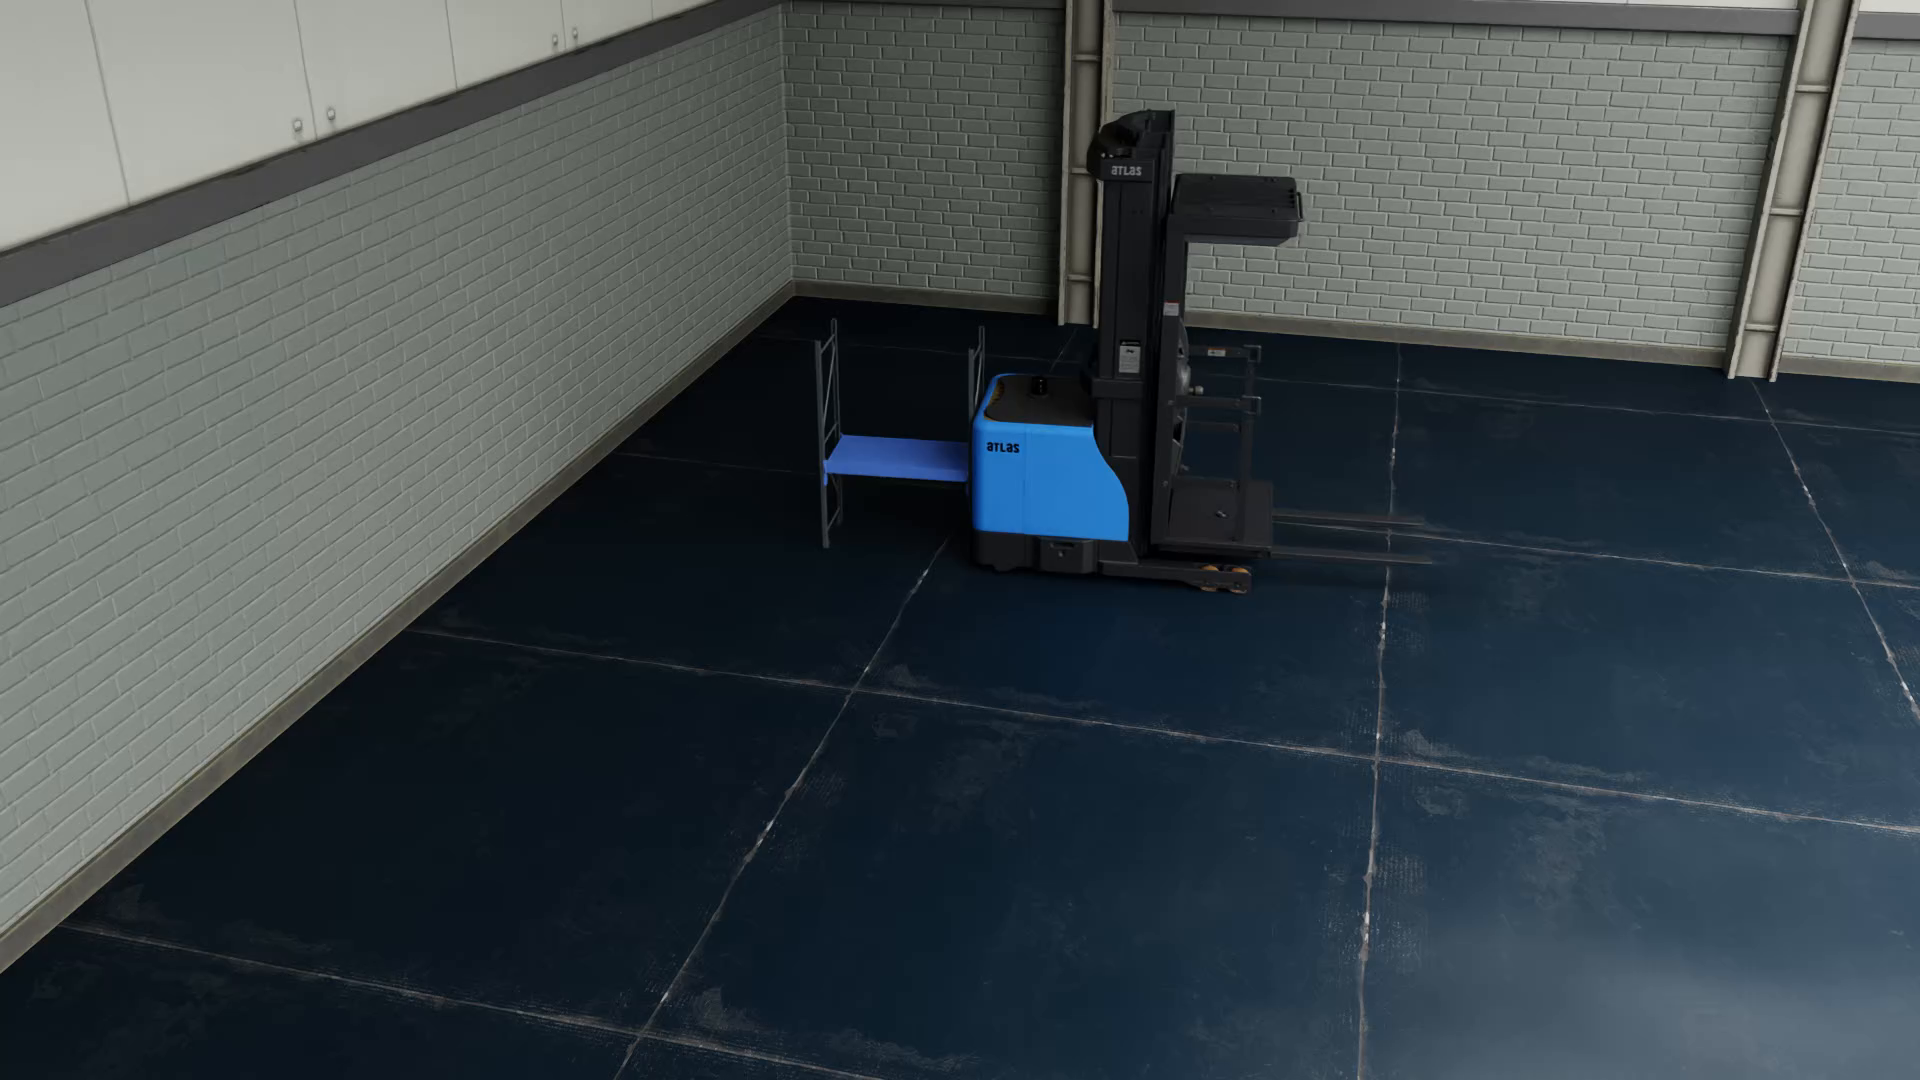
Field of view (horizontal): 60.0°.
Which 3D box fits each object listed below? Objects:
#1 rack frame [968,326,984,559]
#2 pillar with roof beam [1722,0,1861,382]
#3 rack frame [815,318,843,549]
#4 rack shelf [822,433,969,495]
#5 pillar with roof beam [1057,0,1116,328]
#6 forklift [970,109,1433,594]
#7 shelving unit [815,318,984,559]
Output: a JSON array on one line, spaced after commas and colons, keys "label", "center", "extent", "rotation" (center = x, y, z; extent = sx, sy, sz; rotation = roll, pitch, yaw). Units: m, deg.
[{"label": "rack frame", "center": [0.108, -0.654, 11.261], "extent": [0.032, 1.500, 0.500], "rotation": [4, 26, 8]}, {"label": "pillar with roof beam", "center": [5.905, -3.737, 9.014], "extent": [0.400, 9.000, 9.100], "rotation": [6, 26, 13]}, {"label": "rack frame", "center": [-0.895, -0.725, 11.410], "extent": [0.032, 1.500, 0.500], "rotation": [4, 26, 8]}, {"label": "rack shelf", "center": [-0.393, -0.527, 11.413], "extent": [1.000, 0.185, 0.538], "rotation": [4, 26, 8]}, {"label": "pillar with roof beam", "center": [0.094, -4.380, 10.363], "extent": [0.400, 9.000, 9.100], "rotation": [6, 26, 13]}, {"label": "forklift", "center": [1.629, -1.220, 10.784], "extent": [3.031, 2.935, 1.130], "rotation": [4, 26, 8]}, {"label": "shelving unit", "center": [-0.393, -0.690, 11.335], "extent": [1.048, 1.500, 0.538], "rotation": [4, 26, 8]}]
